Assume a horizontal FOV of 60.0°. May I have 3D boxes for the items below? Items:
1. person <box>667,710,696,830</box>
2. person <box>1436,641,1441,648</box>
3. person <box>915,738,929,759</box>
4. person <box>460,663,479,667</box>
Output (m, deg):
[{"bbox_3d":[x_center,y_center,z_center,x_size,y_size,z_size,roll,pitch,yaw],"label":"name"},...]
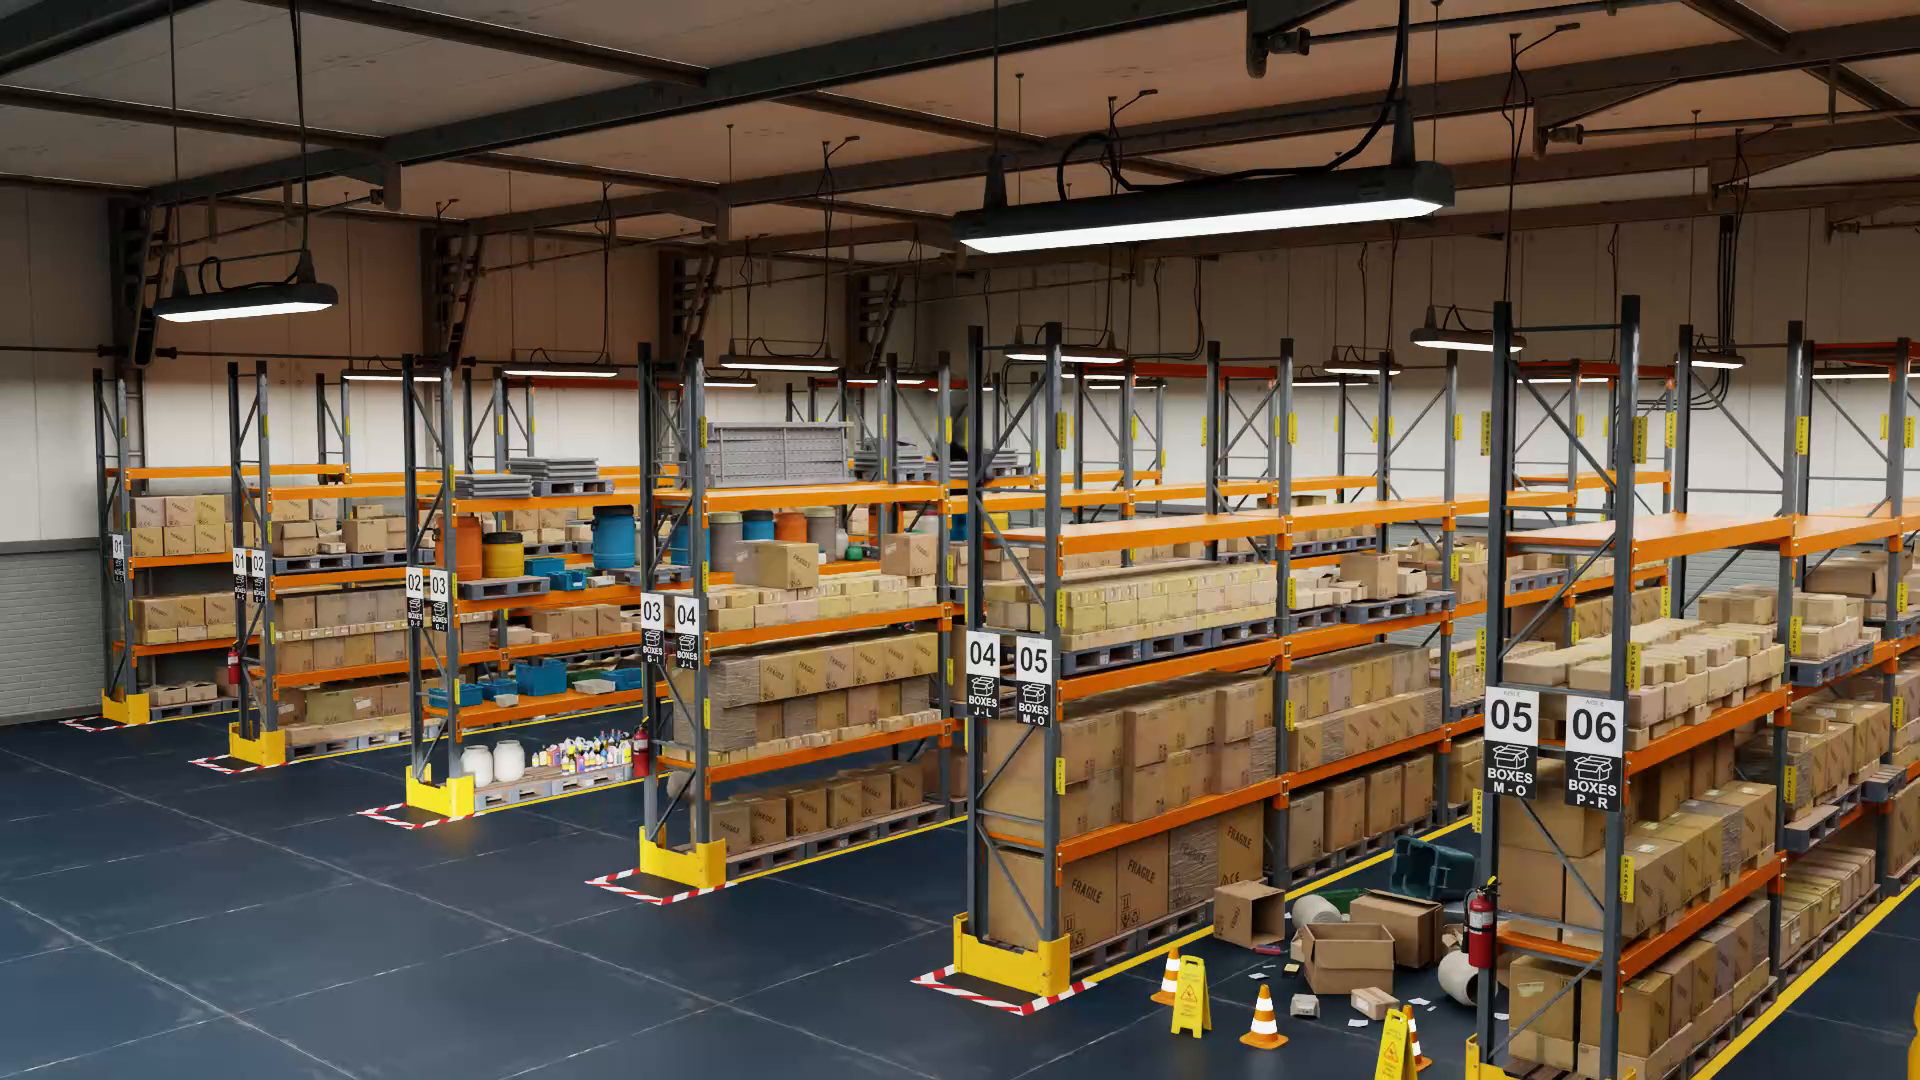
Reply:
[{"bbox_3d":[-3.400,2.823,20.666,0.648,1.648,0.773,3,5,31],"label":"person"},{"bbox_3d":[7.639,2.392,26.223,0.607,1.650,0.906,4,6,44],"label":"person"},{"bbox_3d":[-0.465,2.462,25.476,0.585,1.683,0.727,3,5,34],"label":"person"},{"bbox_3d":[-8.817,2.170,29.823,0.511,1.562,0.633,2,5,30],"label":"person"}]
